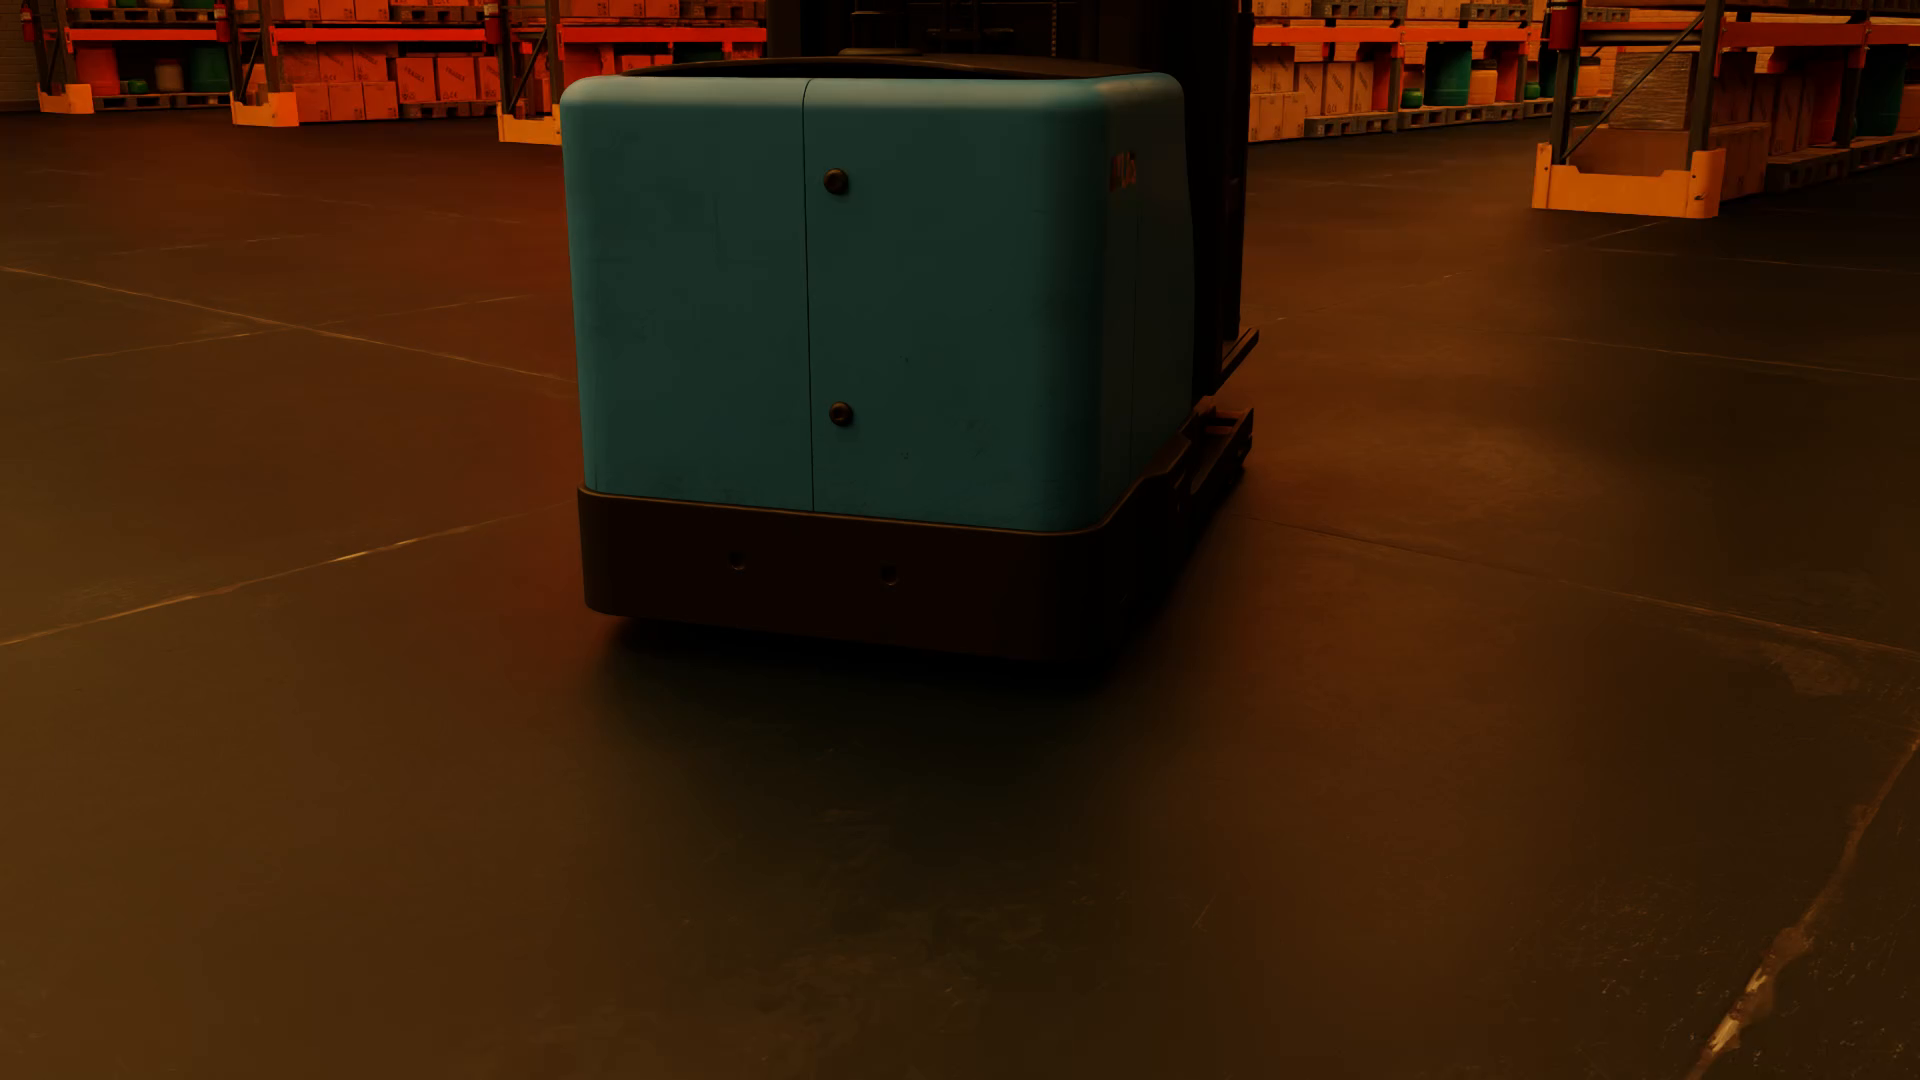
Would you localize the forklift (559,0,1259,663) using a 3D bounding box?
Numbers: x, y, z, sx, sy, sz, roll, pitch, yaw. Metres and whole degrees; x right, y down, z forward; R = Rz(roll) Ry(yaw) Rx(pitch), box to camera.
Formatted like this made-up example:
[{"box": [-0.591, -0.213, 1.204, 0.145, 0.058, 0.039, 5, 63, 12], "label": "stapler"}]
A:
[{"box": [0.182, -1.571, 4.072, 1.130, 2.935, 3.031, 5, 18, 17], "label": "forklift"}]
